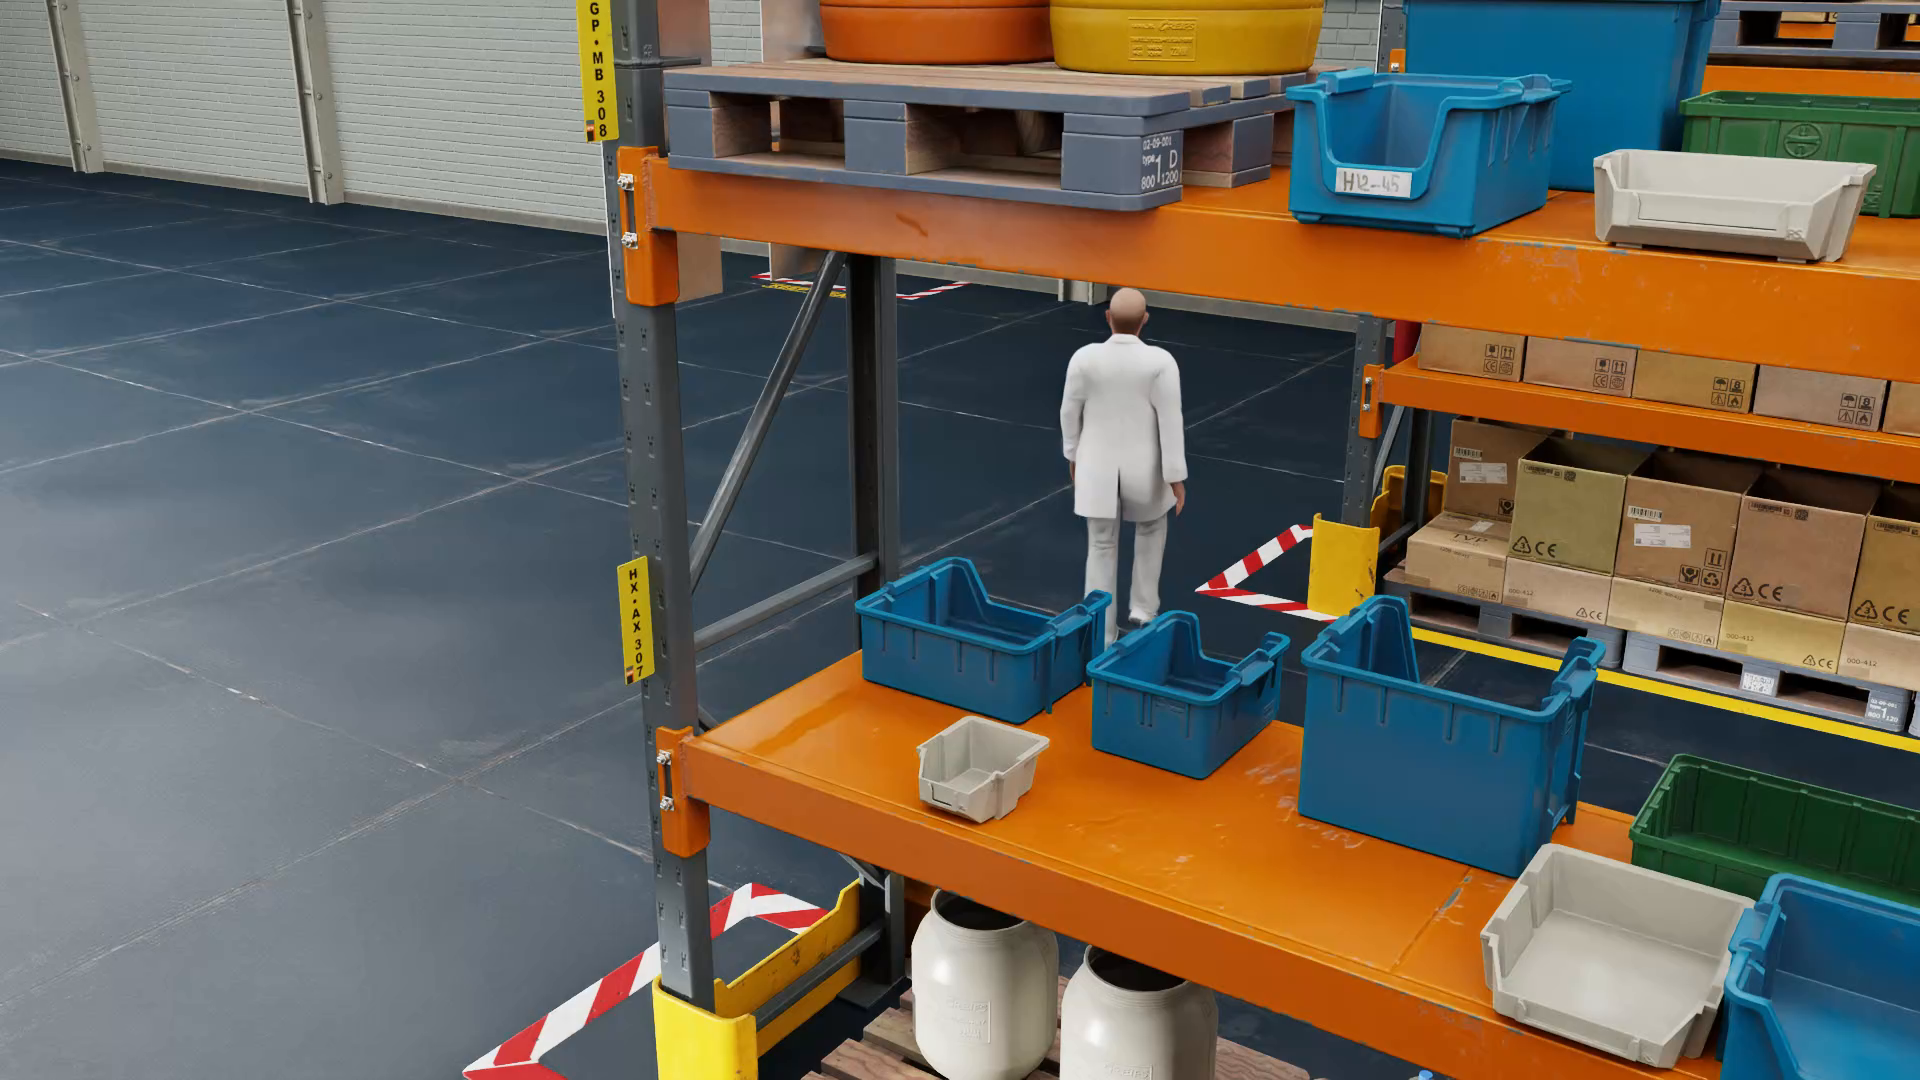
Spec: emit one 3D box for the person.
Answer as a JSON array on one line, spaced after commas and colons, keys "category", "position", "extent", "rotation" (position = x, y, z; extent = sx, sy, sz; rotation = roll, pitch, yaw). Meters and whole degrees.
[{"category": "person", "position": [0.787, -0.307, 7.998], "extent": [0.623, 1.846, 0.683], "rotation": [3, 20, 10]}]
